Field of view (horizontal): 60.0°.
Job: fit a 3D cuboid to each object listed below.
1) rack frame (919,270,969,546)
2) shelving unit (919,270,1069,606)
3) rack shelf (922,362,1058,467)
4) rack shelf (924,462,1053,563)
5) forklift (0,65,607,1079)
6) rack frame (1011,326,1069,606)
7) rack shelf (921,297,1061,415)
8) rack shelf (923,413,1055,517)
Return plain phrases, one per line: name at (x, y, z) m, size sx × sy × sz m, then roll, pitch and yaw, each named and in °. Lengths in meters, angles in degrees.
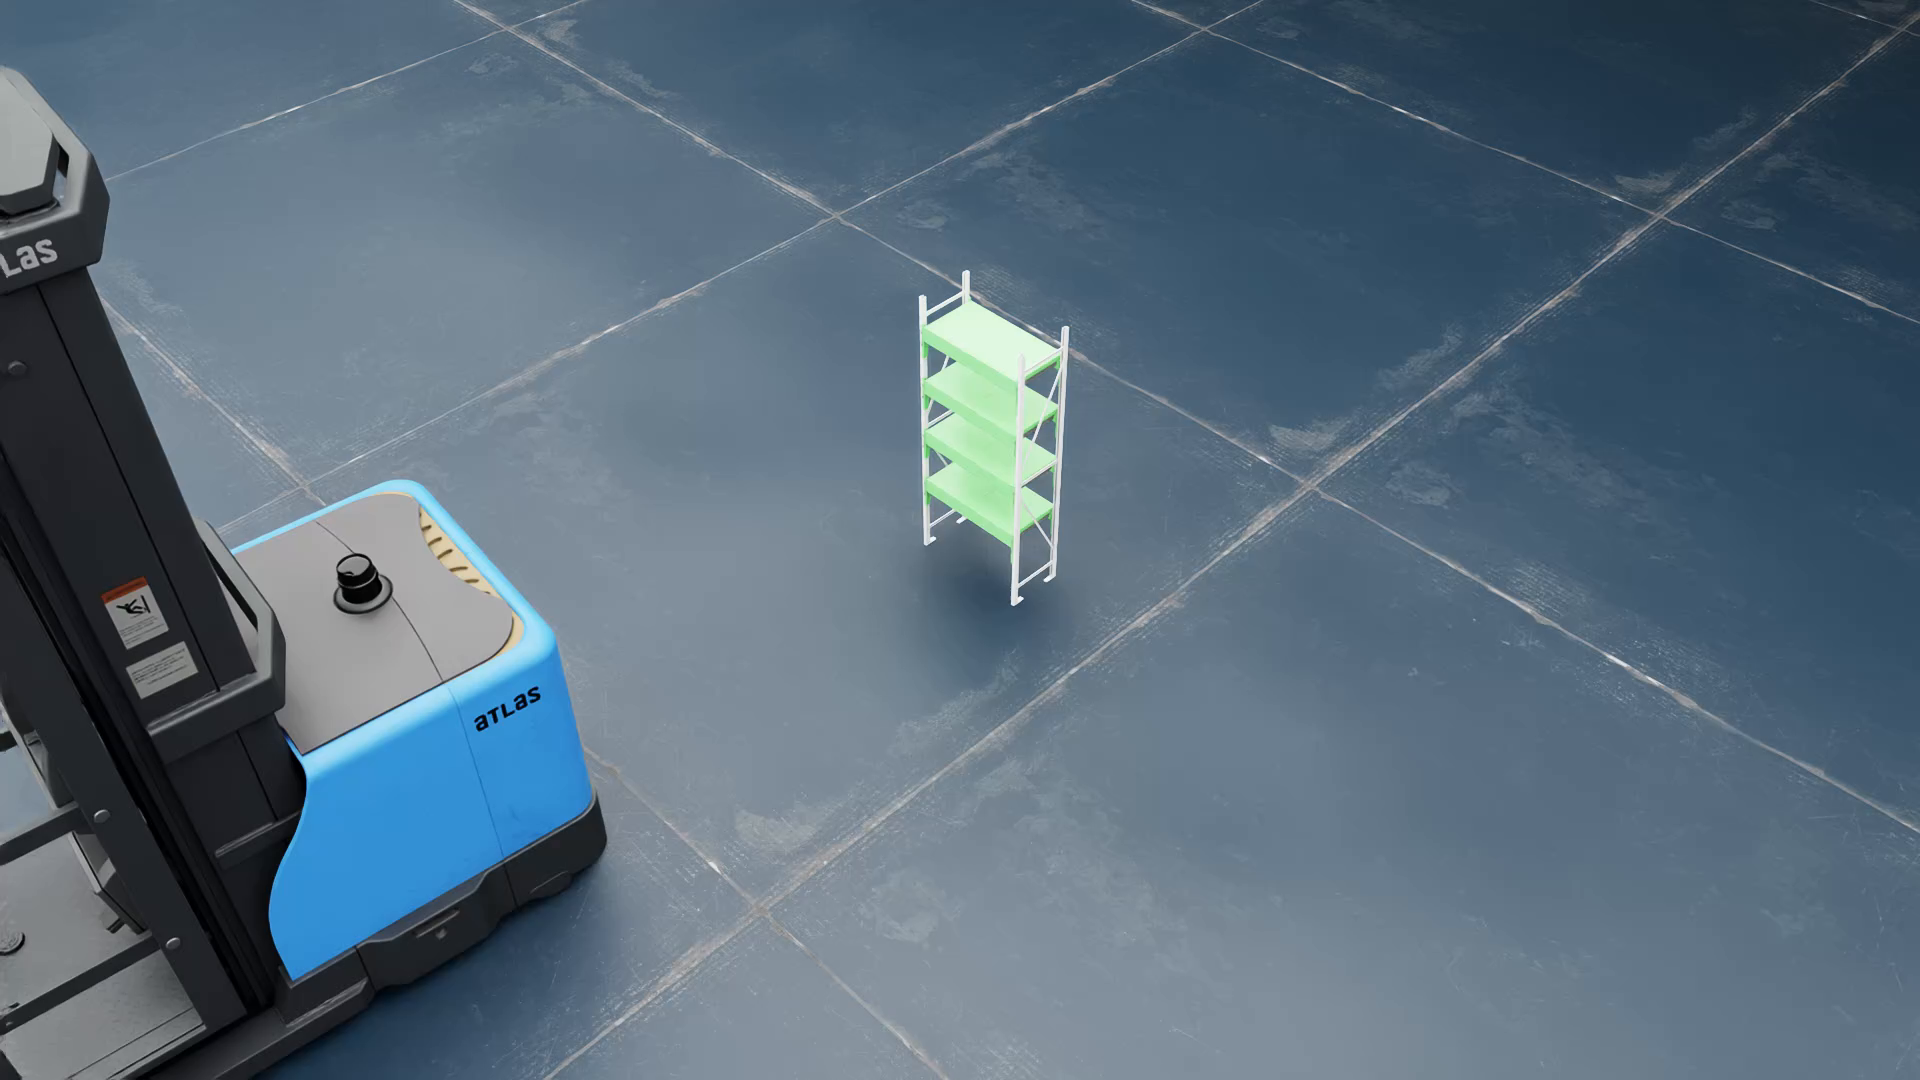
rack frame at (-0.055, -0.478, 6.384) m, size 0.240 × 1.200 × 0.015 m, roll -34°, pitch 53°, yaw -31°
shelving unit at (0.117, -0.361, 6.257) m, size 0.258 × 1.200 × 0.503 m, roll -34°, pitch 53°, yaw -31°
rack shelf at (0.117, -0.490, 6.137) m, size 0.258 × 0.148 × 0.480 m, roll -34°, pitch 53°, yaw -31°
rack shelf at (0.117, -0.138, 6.463) m, size 0.258 × 0.148 × 0.480 m, roll -34°, pitch 53°, yaw -31°
forklift at (-2.637, 0.377, 4.183) m, size 3.031 × 2.935 × 1.130 m, roll -29°, pitch 50°, yaw -28°
rack frame at (0.289, -0.244, 6.130) m, size 0.240 × 1.200 × 0.015 m, roll -34°, pitch 53°, yaw -31°
rack shelf at (0.117, -0.667, 5.974) m, size 0.258 × 0.148 × 0.480 m, roll -34°, pitch 53°, yaw -31°
rack shelf at (0.117, -0.314, 6.300) m, size 0.258 × 0.148 × 0.480 m, roll -34°, pitch 53°, yaw -31°
